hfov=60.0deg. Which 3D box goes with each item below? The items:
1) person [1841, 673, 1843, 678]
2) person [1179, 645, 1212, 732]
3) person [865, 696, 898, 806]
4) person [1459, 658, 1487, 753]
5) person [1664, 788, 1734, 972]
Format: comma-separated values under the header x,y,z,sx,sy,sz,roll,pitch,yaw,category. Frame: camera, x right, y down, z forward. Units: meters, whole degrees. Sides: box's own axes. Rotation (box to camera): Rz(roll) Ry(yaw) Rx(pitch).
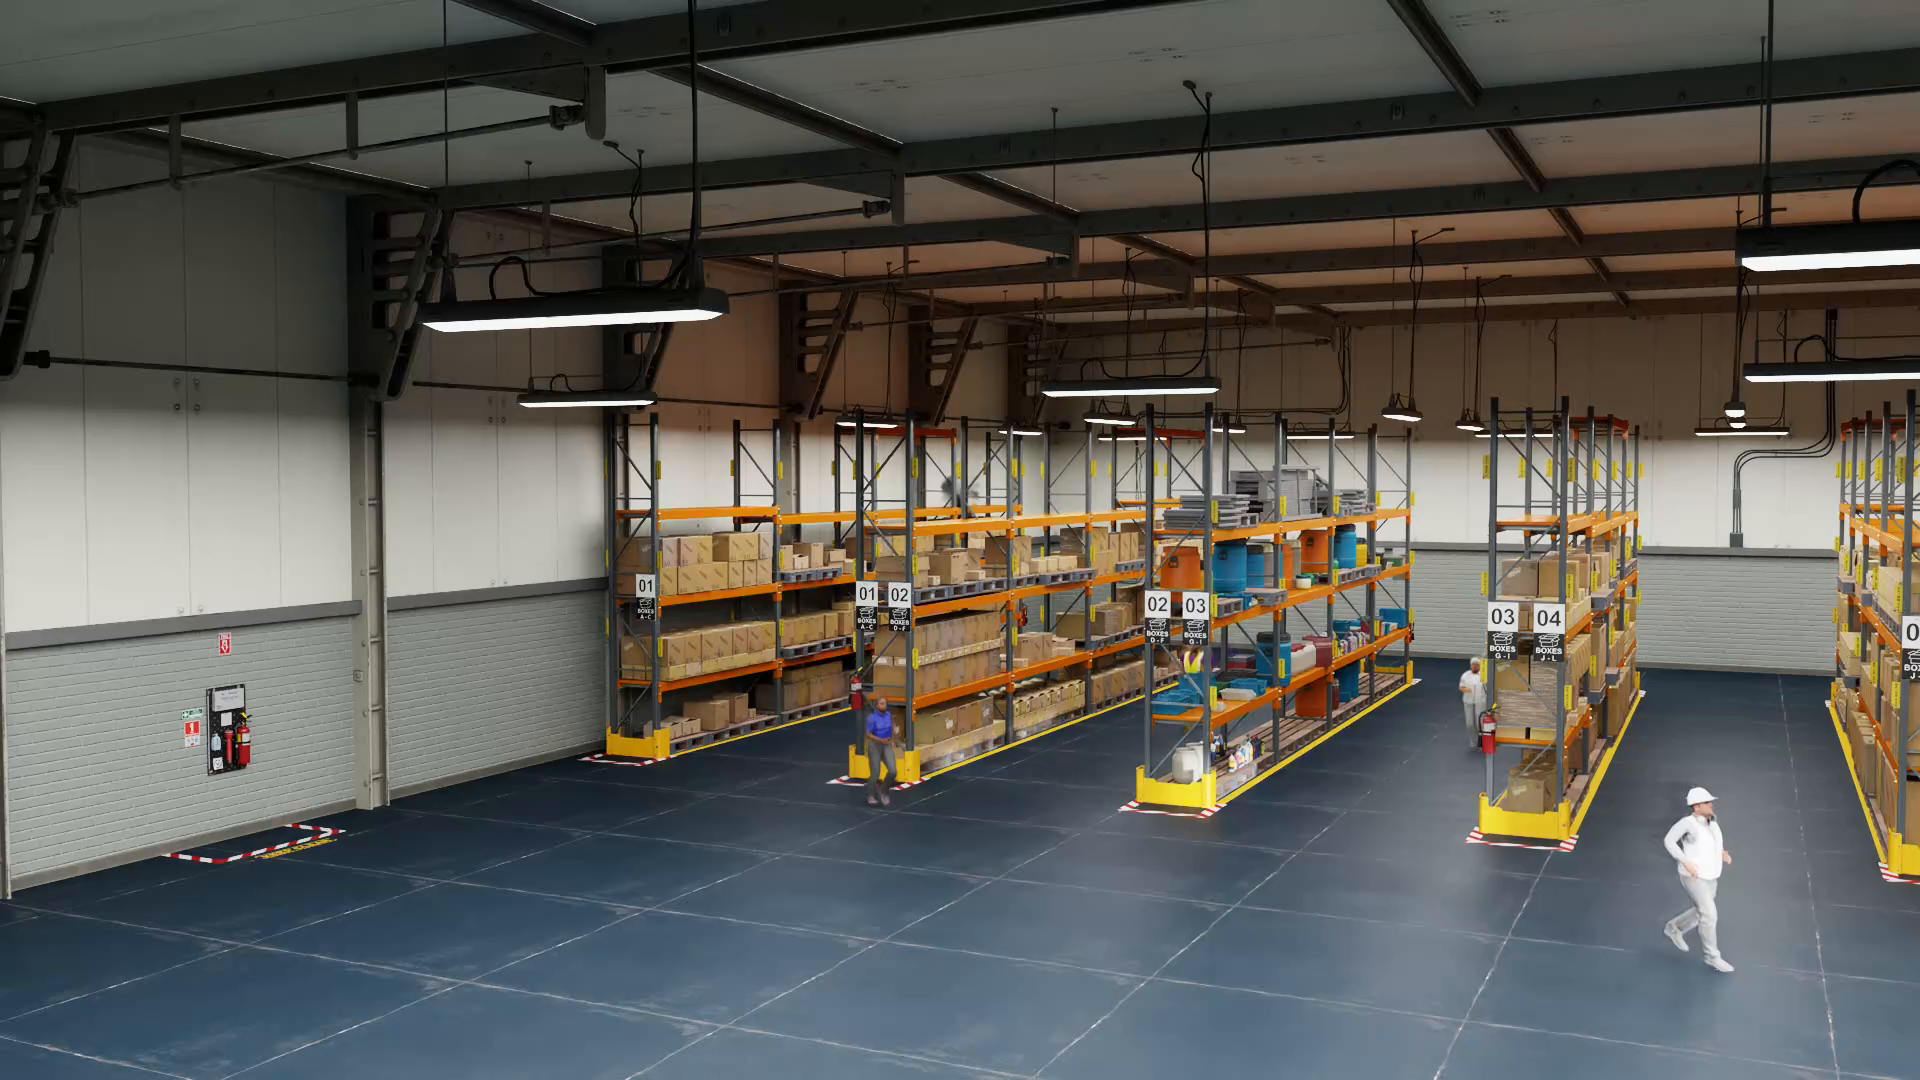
x,y,z,sx,sy,sz,roll,pitch,yaw,category
19.435,2.612,36.061,0.818,1.773,0.692,0,2,6,person
4.509,2.771,32.029,0.695,1.773,0.968,1,3,25,person
-1.148,3.151,24.757,0.598,1.671,0.674,-2,3,-36,person
9.174,2.934,29.583,0.578,1.685,0.688,1,3,28,person
7.495,3.400,16.870,0.670,1.781,0.827,-2,3,-33,person
